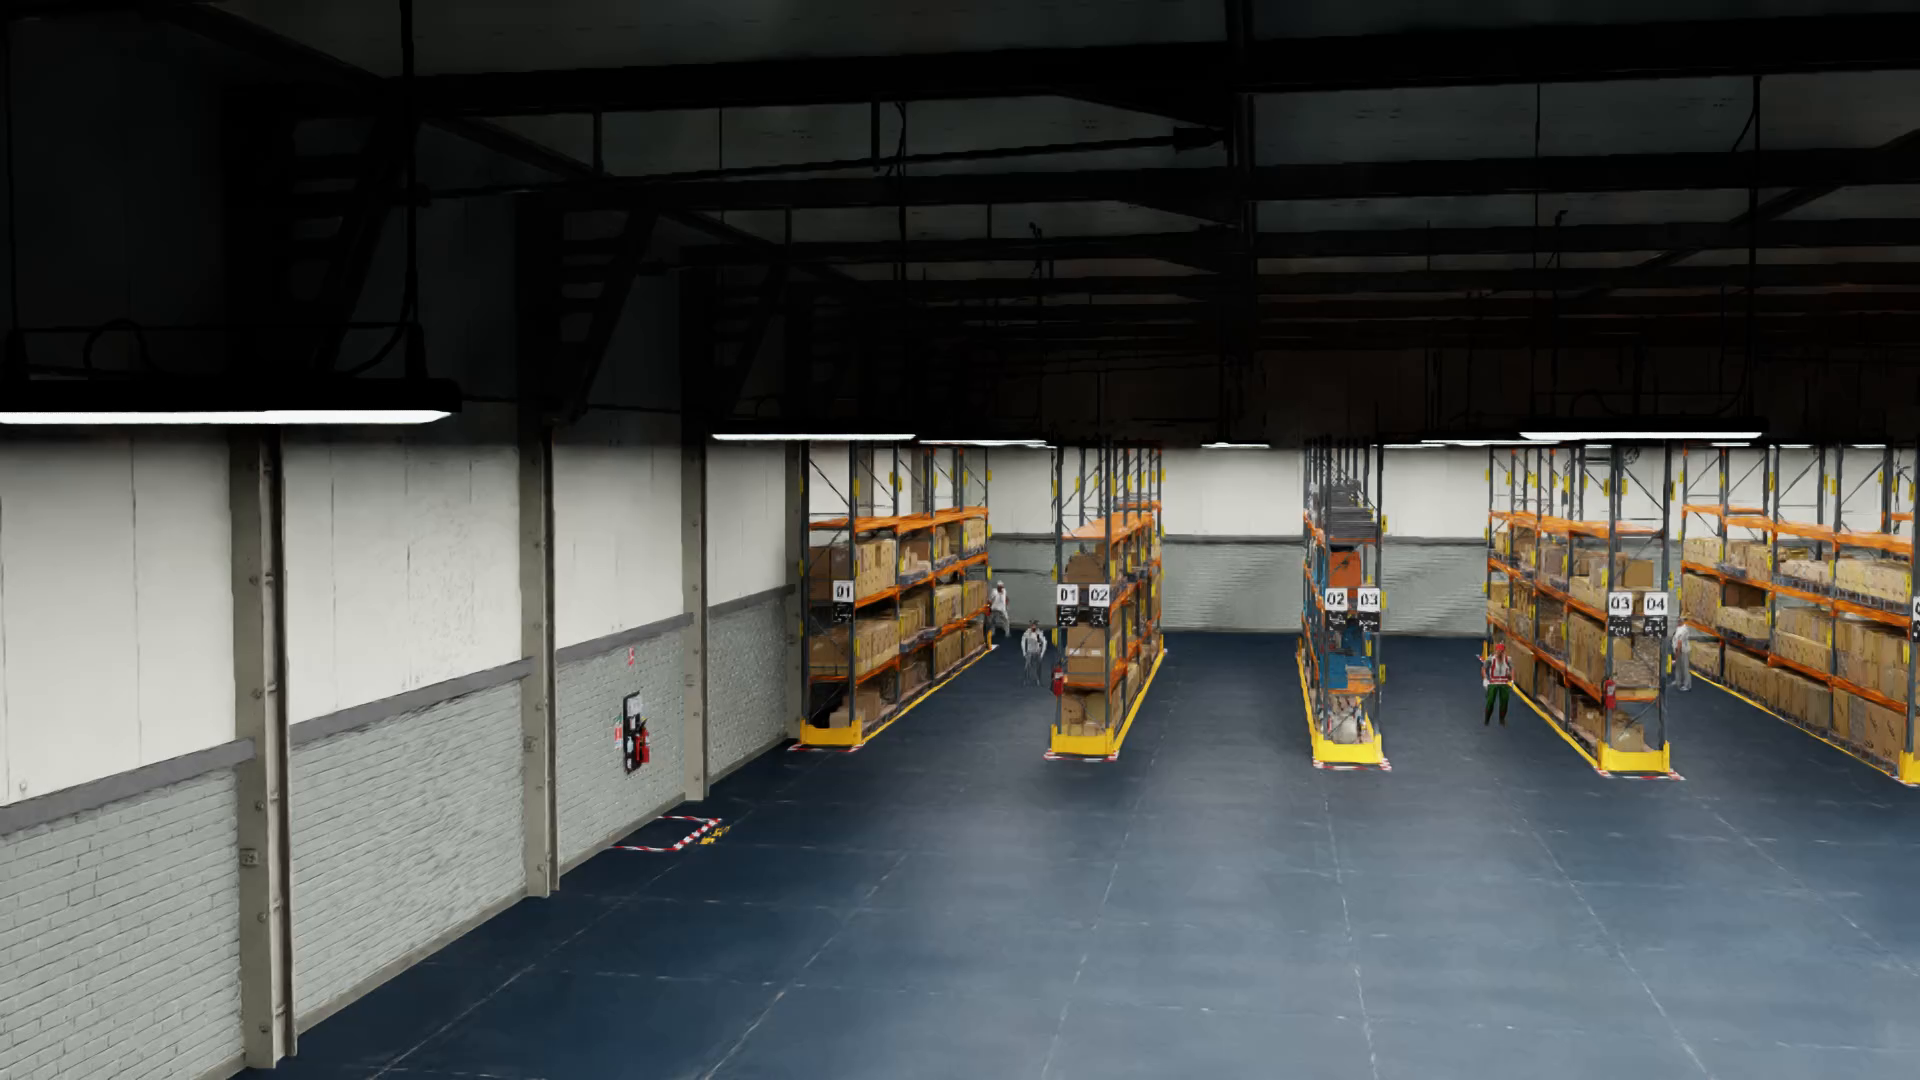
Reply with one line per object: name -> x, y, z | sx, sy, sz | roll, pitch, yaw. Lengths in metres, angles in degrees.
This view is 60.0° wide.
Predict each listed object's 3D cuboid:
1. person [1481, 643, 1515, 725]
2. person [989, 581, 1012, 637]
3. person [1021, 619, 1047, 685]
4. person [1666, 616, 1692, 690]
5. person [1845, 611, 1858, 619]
person -> 11.192, 2.990, 34.573 | 0.677, 1.742, 0.552 | 0, 3, 9
person -> 1.206, 2.097, 51.130 | 0.692, 1.724, 0.846 | 0, 3, -9
person -> 1.800, 2.722, 40.557 | 0.639, 1.632, 0.512 | 0, 3, 8
person -> 17.216, 2.684, 39.787 | 0.596, 1.740, 0.675 | 2, 4, 30
person -> 24.101, 2.490, 44.901 | 0.355, 1.591, 0.517 | -1, 3, -18
